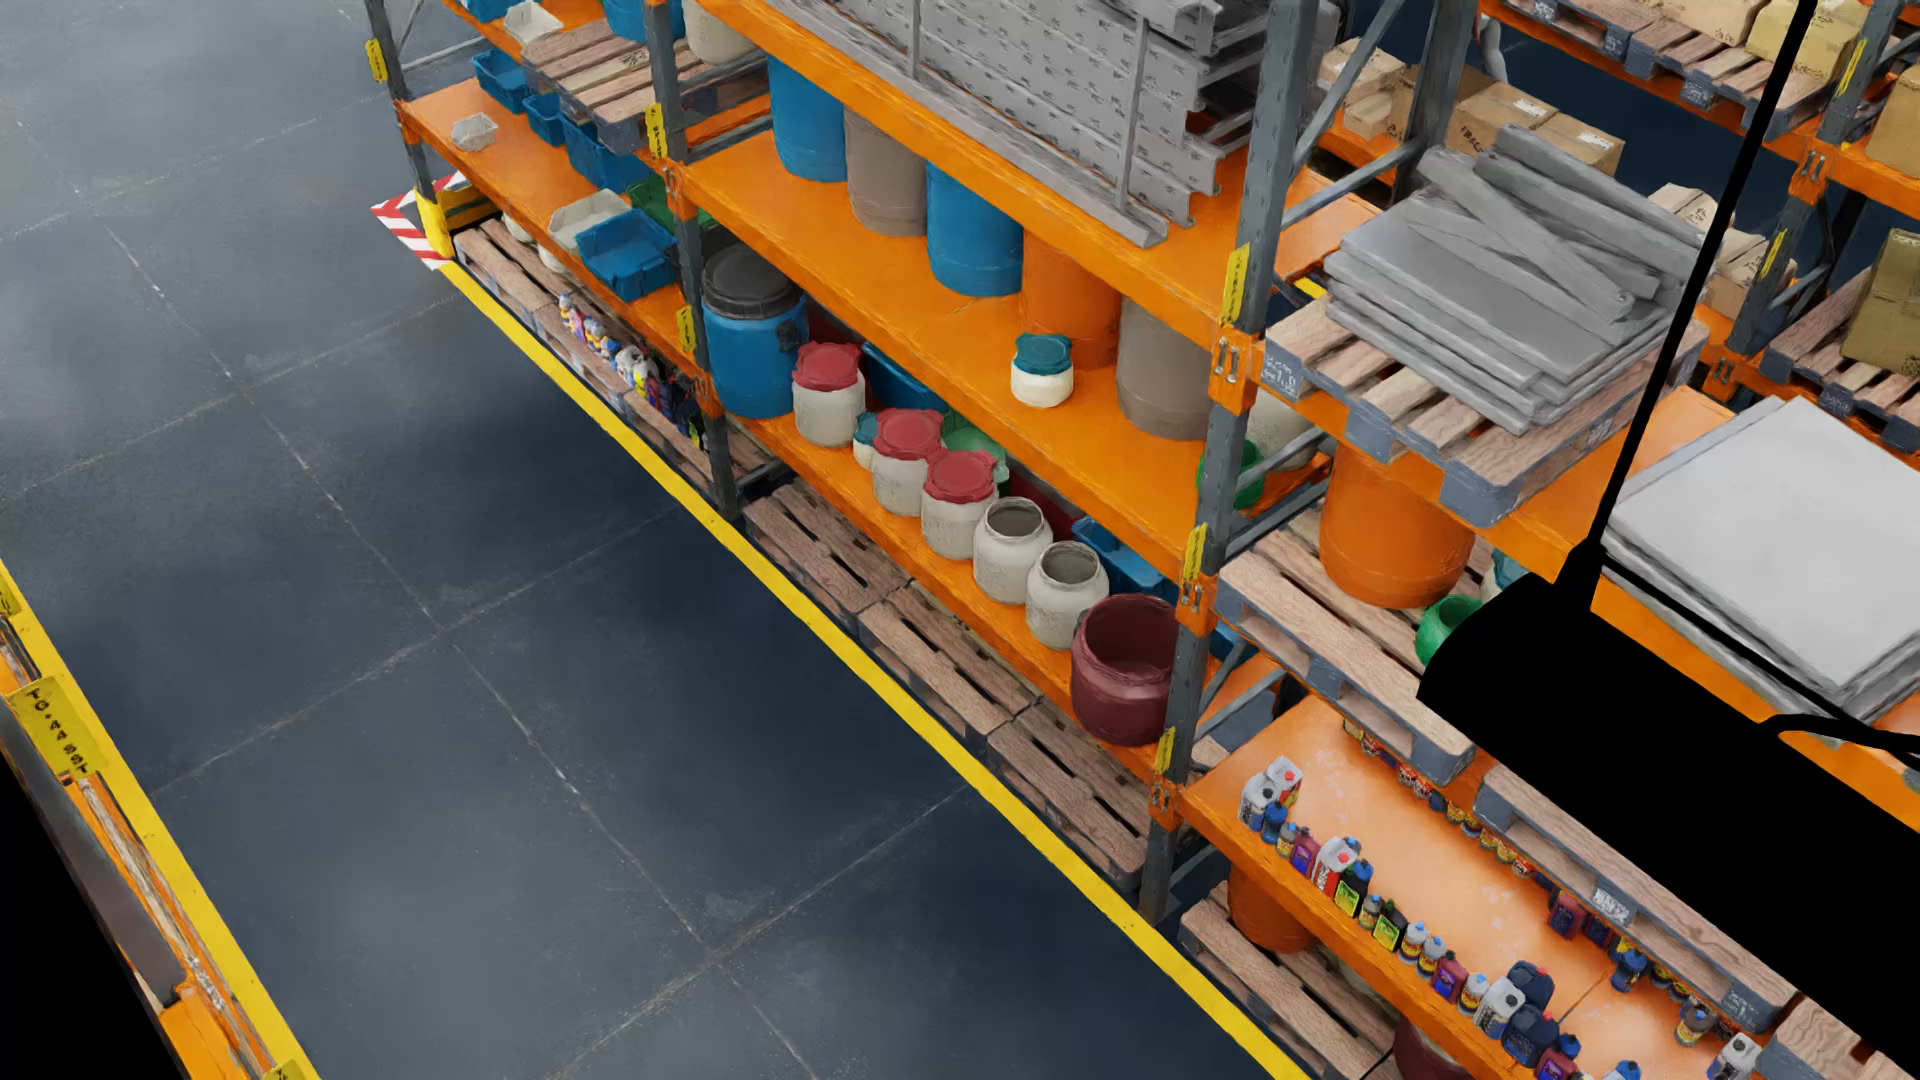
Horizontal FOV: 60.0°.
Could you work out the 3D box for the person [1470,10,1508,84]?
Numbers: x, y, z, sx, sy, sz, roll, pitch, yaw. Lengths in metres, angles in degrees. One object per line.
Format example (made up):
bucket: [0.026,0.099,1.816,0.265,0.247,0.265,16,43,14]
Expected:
person: [4.340,-4.543,14.096,1.036,1.707,0.536,33,55,27]
